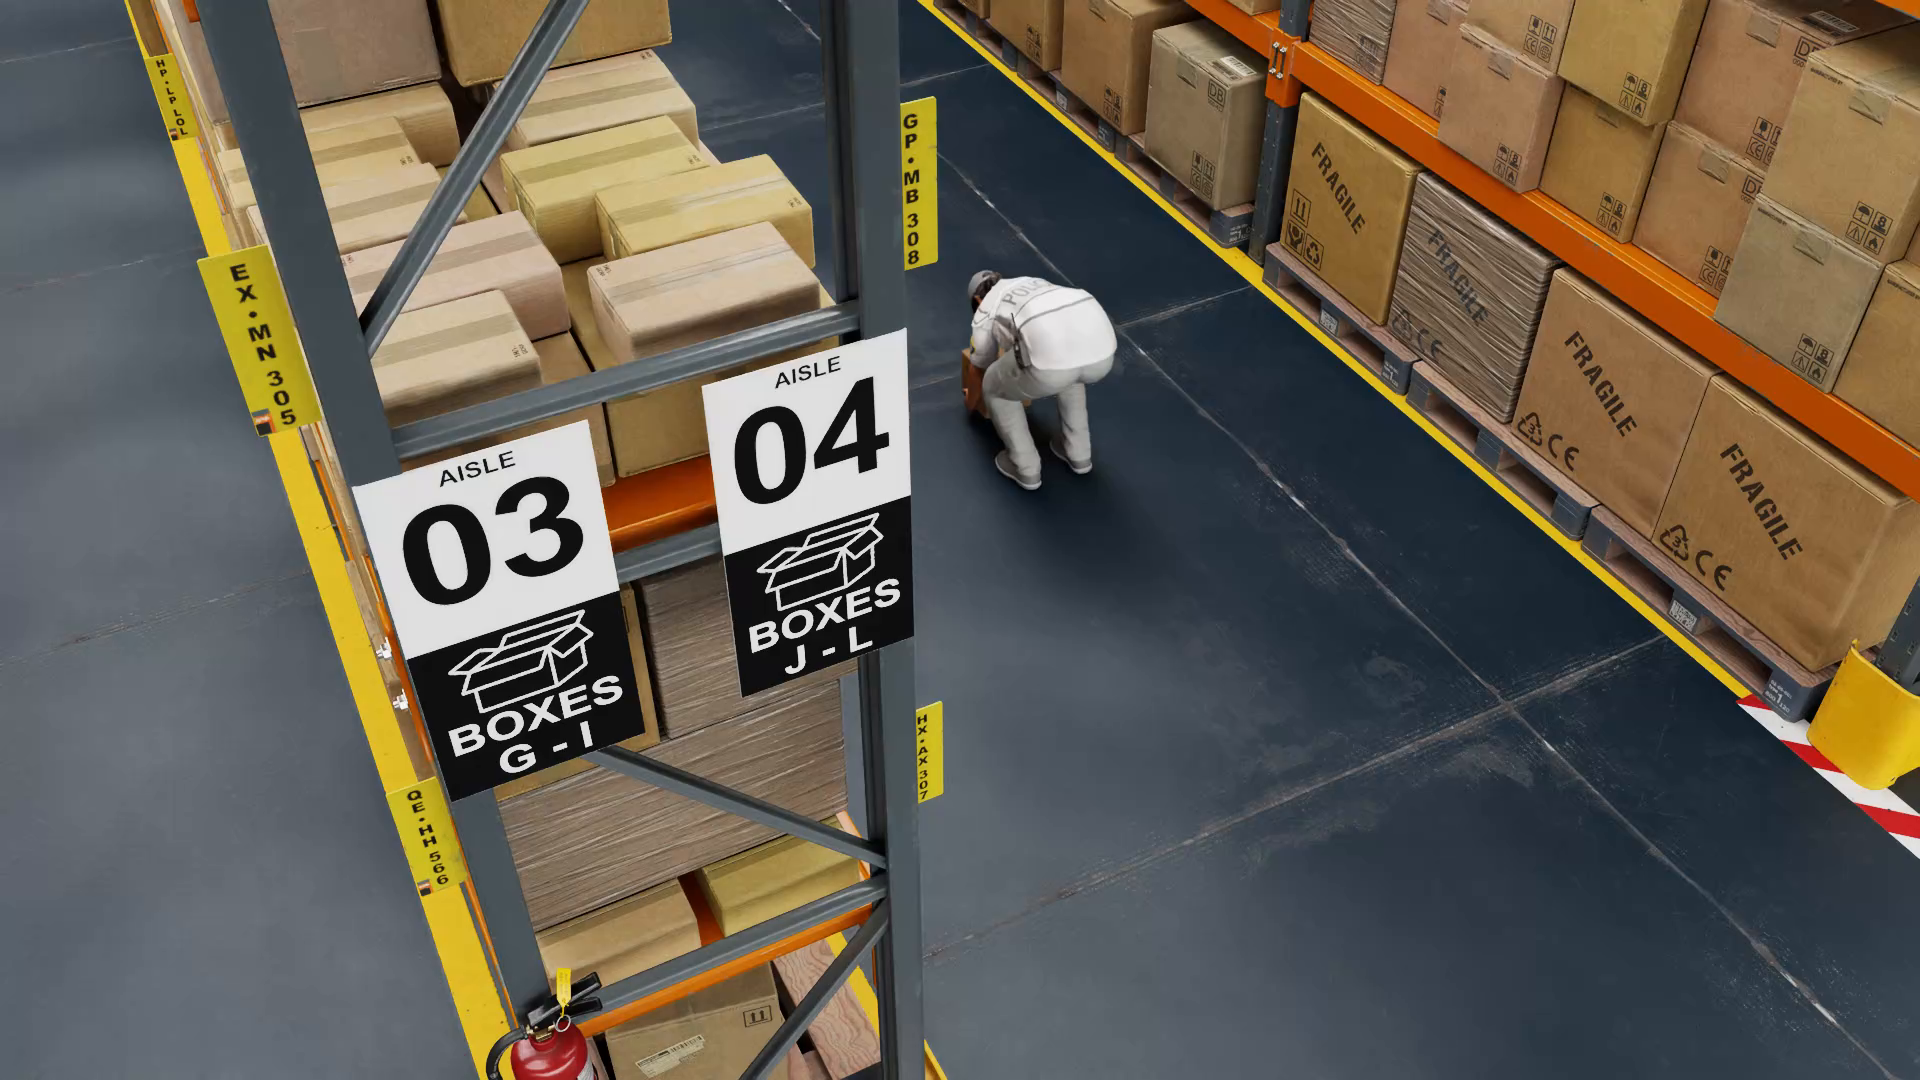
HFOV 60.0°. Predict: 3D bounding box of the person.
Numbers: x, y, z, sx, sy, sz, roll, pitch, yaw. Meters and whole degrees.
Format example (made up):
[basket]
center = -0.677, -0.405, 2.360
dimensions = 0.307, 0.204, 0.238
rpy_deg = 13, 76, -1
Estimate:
[person]
center = 0.315, -0.789, 7.587
dimensions = 0.453, 0.953, 0.923
rpy_deg = -21, 46, -22
